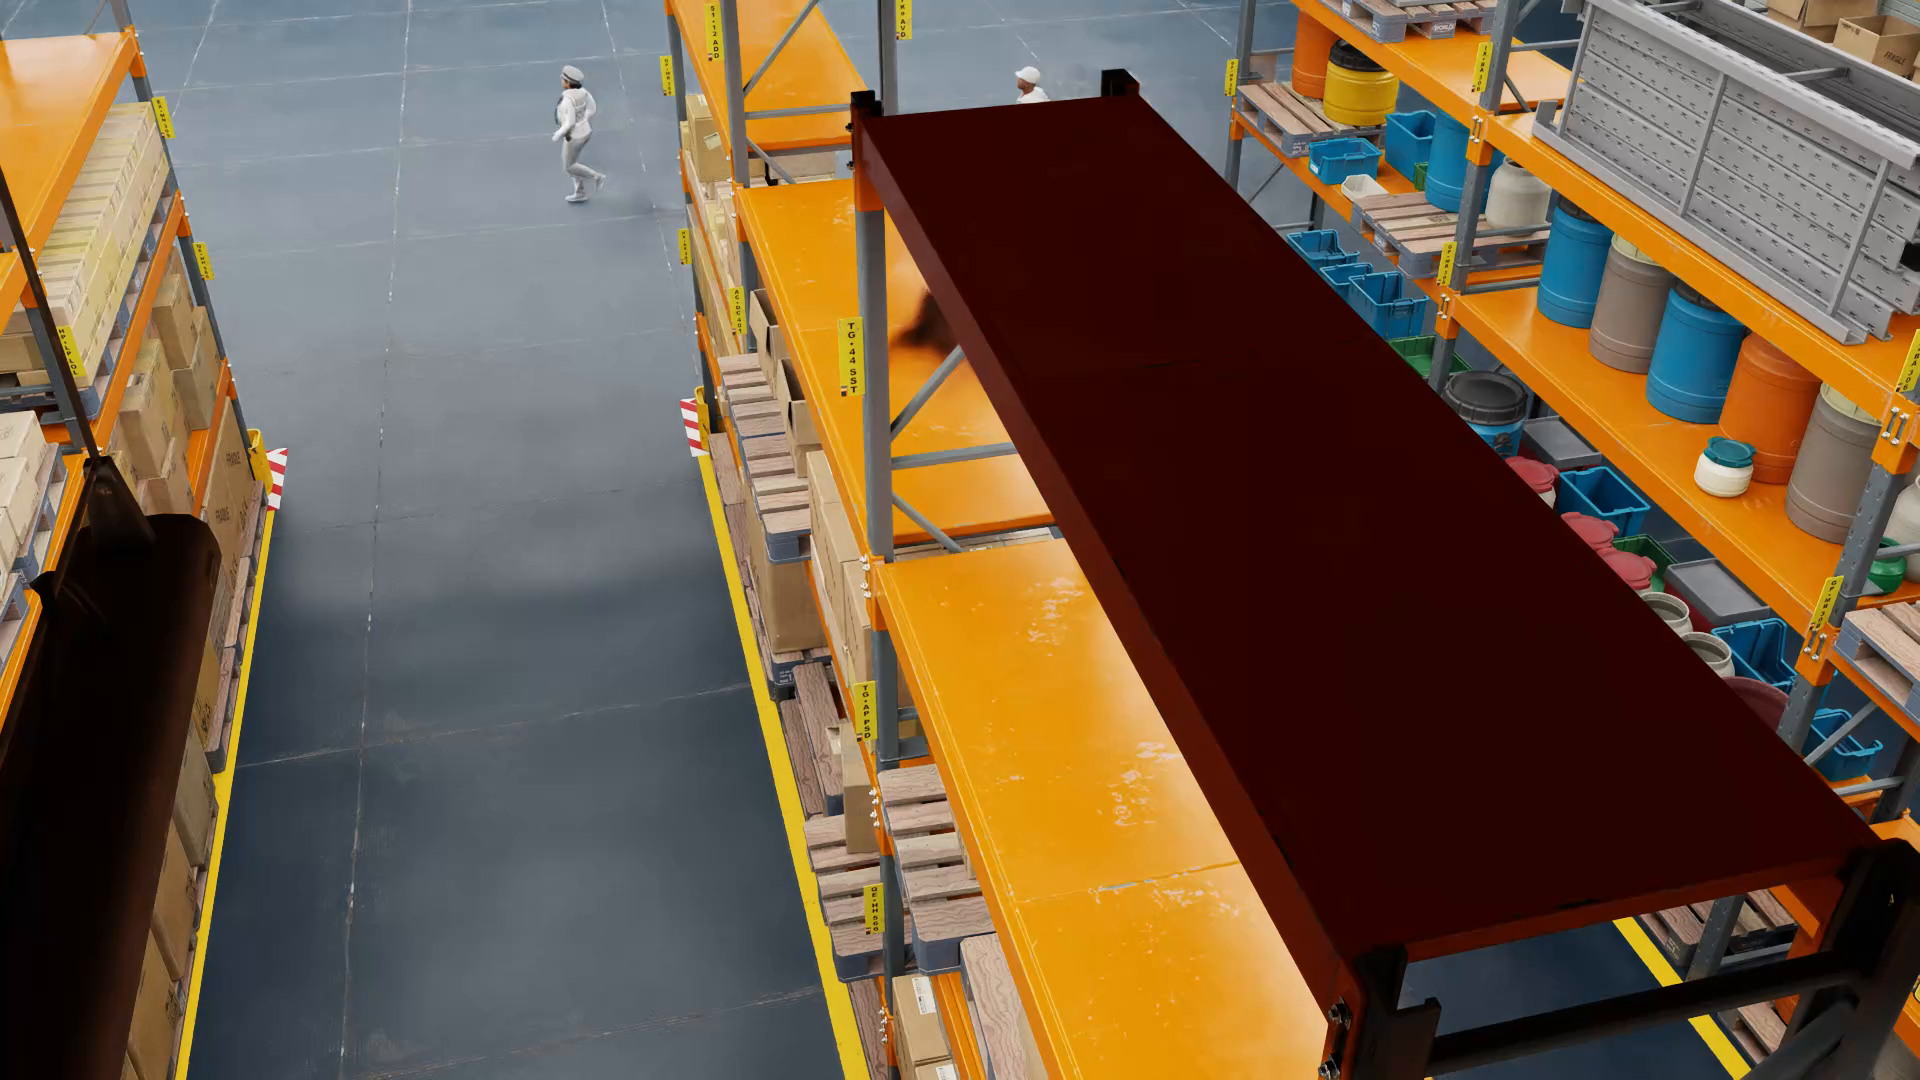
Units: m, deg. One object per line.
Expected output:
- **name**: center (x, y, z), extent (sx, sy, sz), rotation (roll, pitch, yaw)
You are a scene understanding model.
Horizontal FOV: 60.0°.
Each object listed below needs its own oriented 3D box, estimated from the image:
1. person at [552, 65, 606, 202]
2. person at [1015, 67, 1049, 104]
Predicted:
- **person**: center (-4.482, -4.766, 19.607), extent (0.587, 1.665, 0.617), rotation (10, 36, 14)
- **person**: center (0.722, -4.675, 19.395), extent (0.581, 1.725, 0.705), rotation (5, 35, 8)
